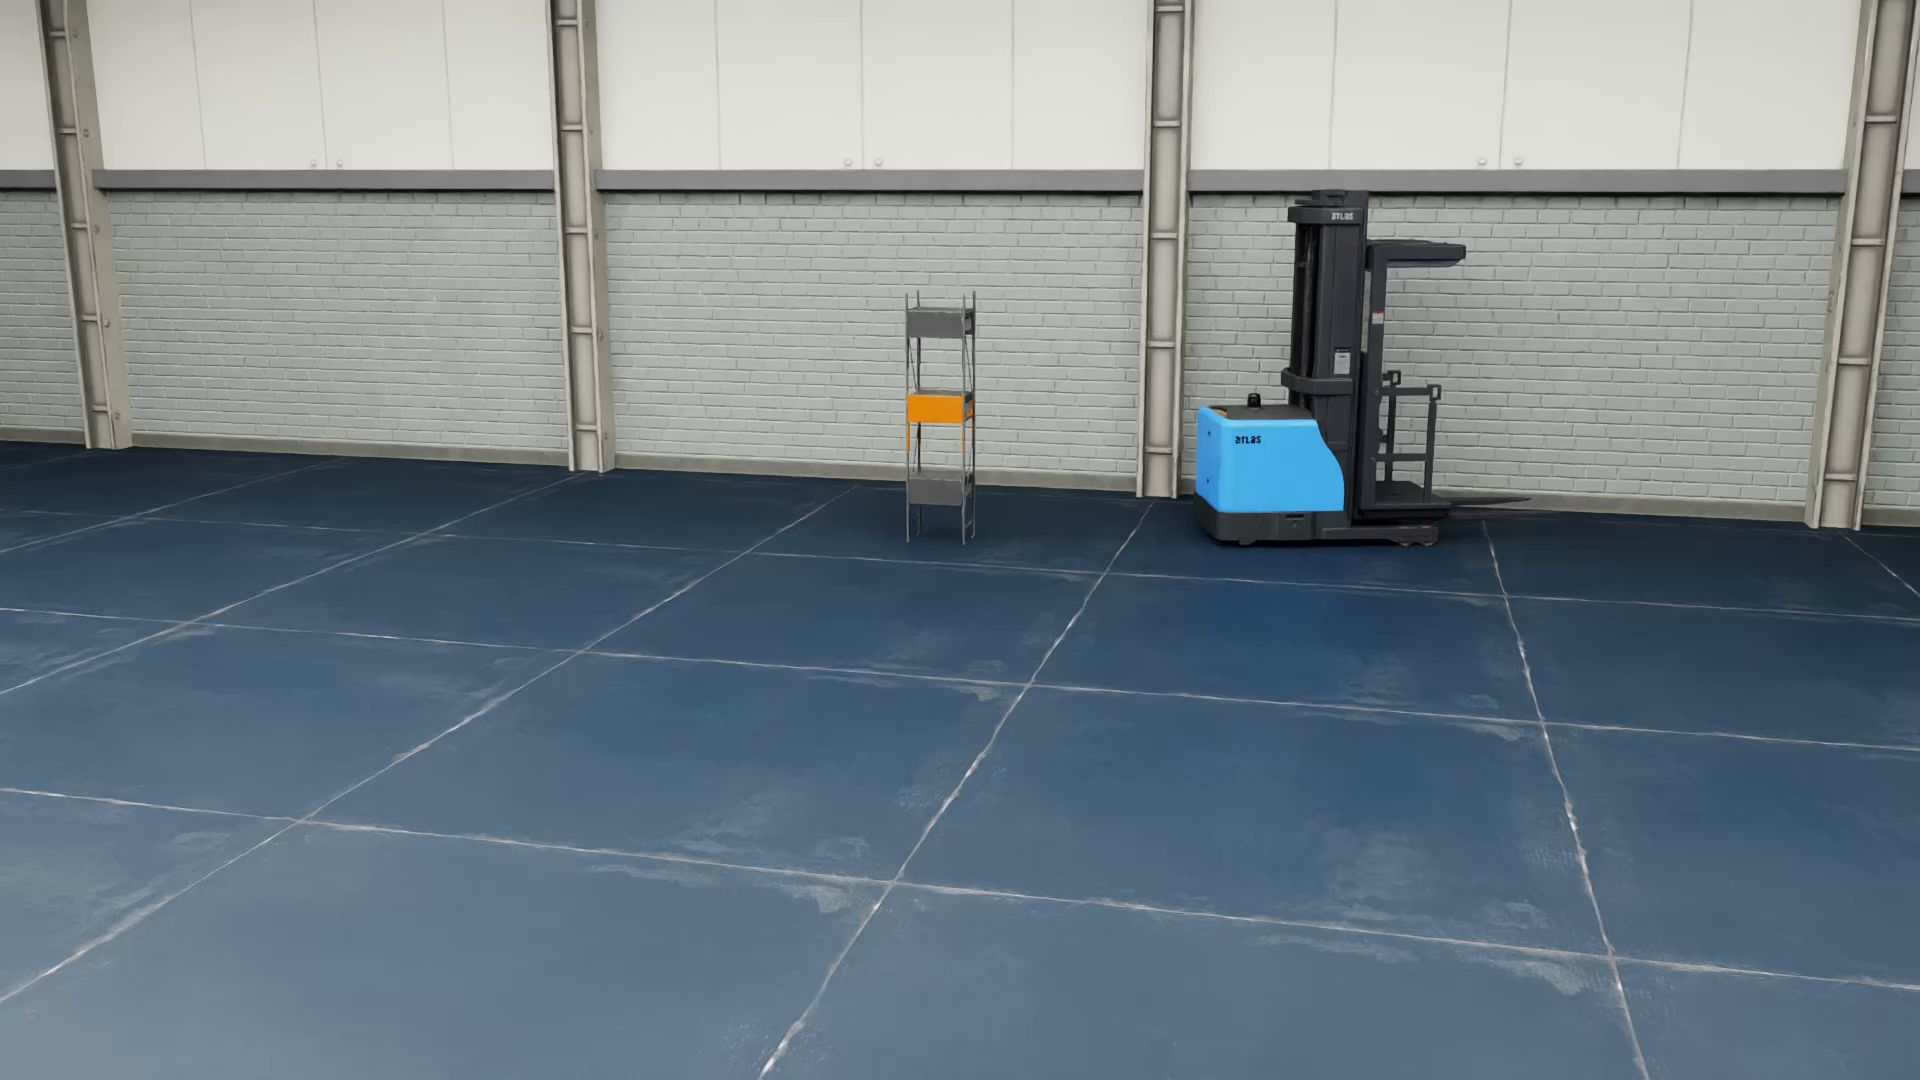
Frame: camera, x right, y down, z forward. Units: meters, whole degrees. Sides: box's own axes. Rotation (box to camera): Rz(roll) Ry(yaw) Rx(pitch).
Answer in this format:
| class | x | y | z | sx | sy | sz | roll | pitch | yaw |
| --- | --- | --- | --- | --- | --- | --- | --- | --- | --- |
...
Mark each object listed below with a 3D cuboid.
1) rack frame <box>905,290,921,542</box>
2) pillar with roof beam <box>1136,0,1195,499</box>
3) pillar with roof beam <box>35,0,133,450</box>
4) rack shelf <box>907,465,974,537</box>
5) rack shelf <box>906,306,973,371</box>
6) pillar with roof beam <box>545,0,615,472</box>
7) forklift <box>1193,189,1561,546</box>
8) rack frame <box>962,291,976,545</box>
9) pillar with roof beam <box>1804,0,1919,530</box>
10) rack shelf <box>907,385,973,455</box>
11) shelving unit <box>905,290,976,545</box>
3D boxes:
| class | x | y | z | sx | sy | sz | roll | pitch | yaw |
| --- | --- | --- | --- | --- | --- | --- | --- | --- | --- |
| rack frame | -0.398 | -1.046 | 14.102 | 0.015 | 2.100 | 0.400 | 3 | 13 | 14 |
| pillar with roof beam | 0.904 | -3.927 | 11.156 | 0.400 | 9.000 | 9.100 | 3 | 13 | 14 |
| pillar with roof beam | -10.747 | -4.549 | 13.963 | 0.400 | 9.000 | 9.100 | 3 | 13 | 14 |
| rack shelf | -0.161 | -0.337 | 14.200 | 0.480 | 0.518 | 0.431 | 3 | 13 | 14 |
| rack shelf | -0.161 | -1.704 | 13.896 | 0.480 | 0.518 | 0.431 | 3 | 13 | 14 |
| pillar with roof beam | -4.922 | -4.238 | 12.559 | 0.400 | 9.000 | 9.100 | 3 | 13 | 14 |
| forklift | 3.619 | -1.493 | 14.195 | 3.031 | 2.935 | 1.130 | -1 | 13 | -4 |
| rack frame | 0.076 | -1.021 | 13.988 | 0.015 | 2.100 | 0.400 | 3 | 13 | 14 |
| pillar with roof beam | 6.729 | -3.615 | 9.753 | 0.400 | 9.000 | 9.100 | 3 | 13 | 14 |
| rack shelf | -0.161 | -1.020 | 14.048 | 0.480 | 0.518 | 0.431 | 3 | 13 | 14 |
| shelving unit | -0.161 | -1.034 | 14.045 | 0.503 | 2.100 | 0.431 | 3 | 13 | 14 |
